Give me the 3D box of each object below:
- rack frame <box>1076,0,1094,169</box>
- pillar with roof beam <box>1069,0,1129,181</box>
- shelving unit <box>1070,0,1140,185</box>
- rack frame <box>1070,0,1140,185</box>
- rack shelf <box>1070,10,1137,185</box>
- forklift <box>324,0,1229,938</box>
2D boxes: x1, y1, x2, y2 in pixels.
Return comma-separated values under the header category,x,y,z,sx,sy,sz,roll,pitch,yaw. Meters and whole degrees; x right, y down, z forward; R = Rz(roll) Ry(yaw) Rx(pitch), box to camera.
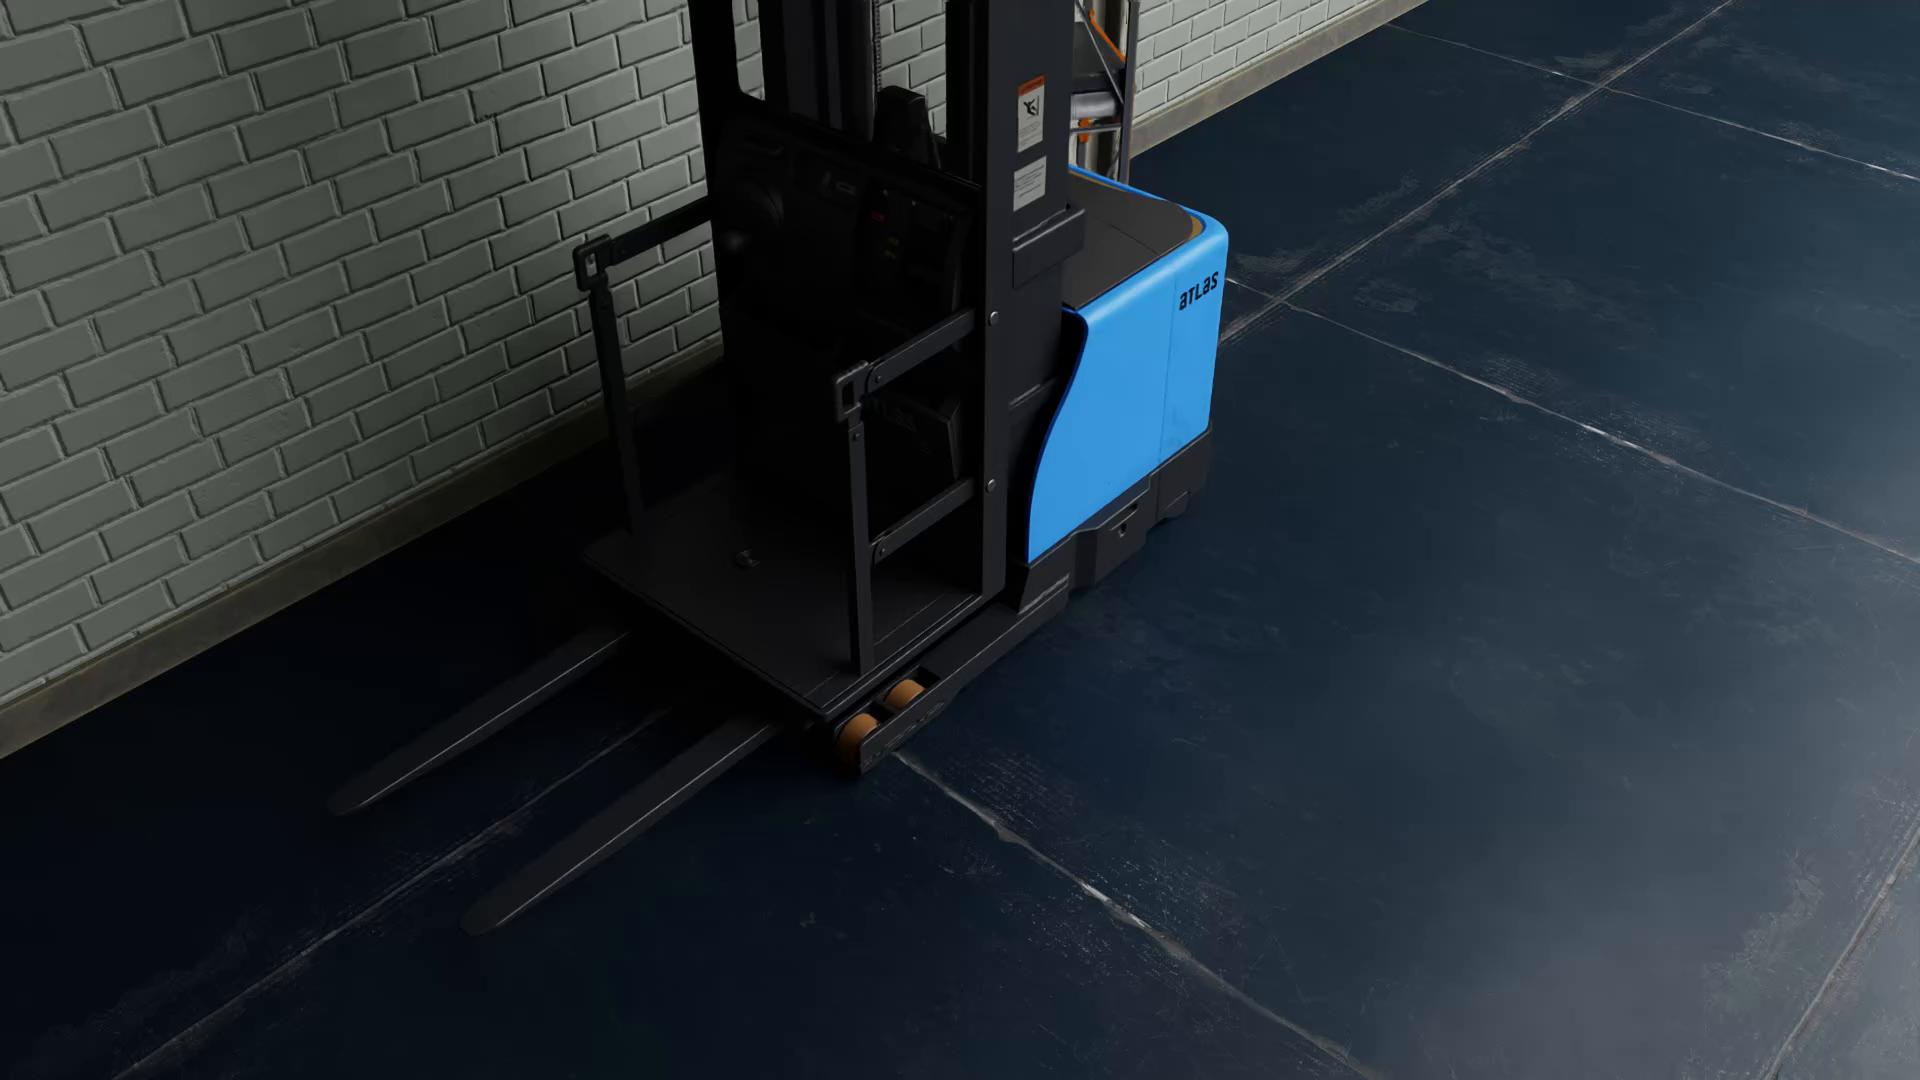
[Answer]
category,x,y,z,sx,sy,sz,roll,pitch,yaw
rack frame,0.295,-1.735,6.244,0.400,2.100,0.015,-9,39,-11
pillar with roof beam,3.658,-3.222,2.571,9.100,9.000,0.400,30,47,32
shelving unit,0.354,-1.587,6.059,0.431,2.100,0.503,-9,39,-11
rack frame,0.413,-1.440,5.874,0.400,2.100,0.015,-9,39,-11
rack shelf,0.354,-1.577,6.067,0.431,0.518,0.480,-9,39,-11
forklift,-0.473,-0.826,4.434,1.130,2.935,3.031,29,47,31
